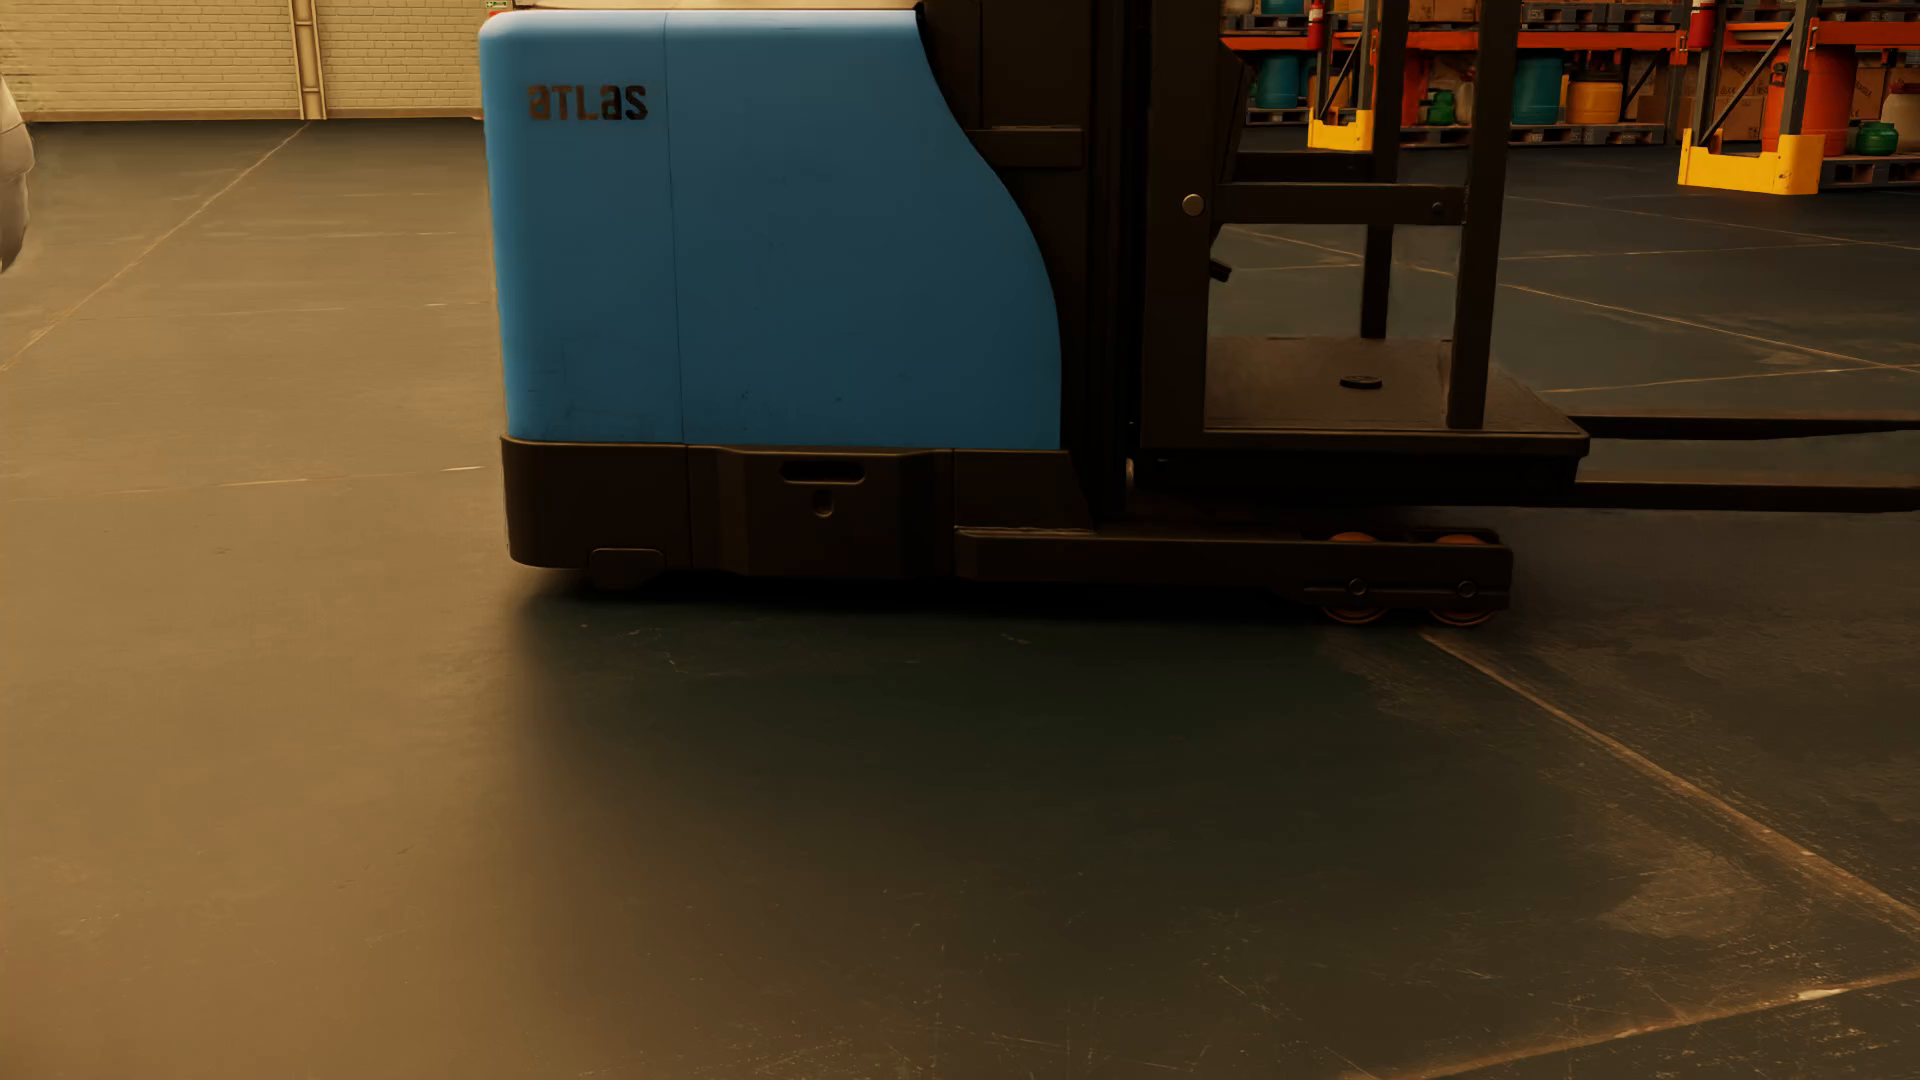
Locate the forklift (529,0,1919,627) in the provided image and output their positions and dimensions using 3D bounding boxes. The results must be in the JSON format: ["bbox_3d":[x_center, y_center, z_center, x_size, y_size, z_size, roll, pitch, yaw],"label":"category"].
[{"bbox_3d":[0.669,-1.403,3.141,3.031,2.935,1.121,1,16,4],"label":"forklift"}]

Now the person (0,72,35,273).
[{"bbox_3d":[-1.288,-0.207,1.499,0.513,1.620,0.889,1,16,4],"label":"person"}]
